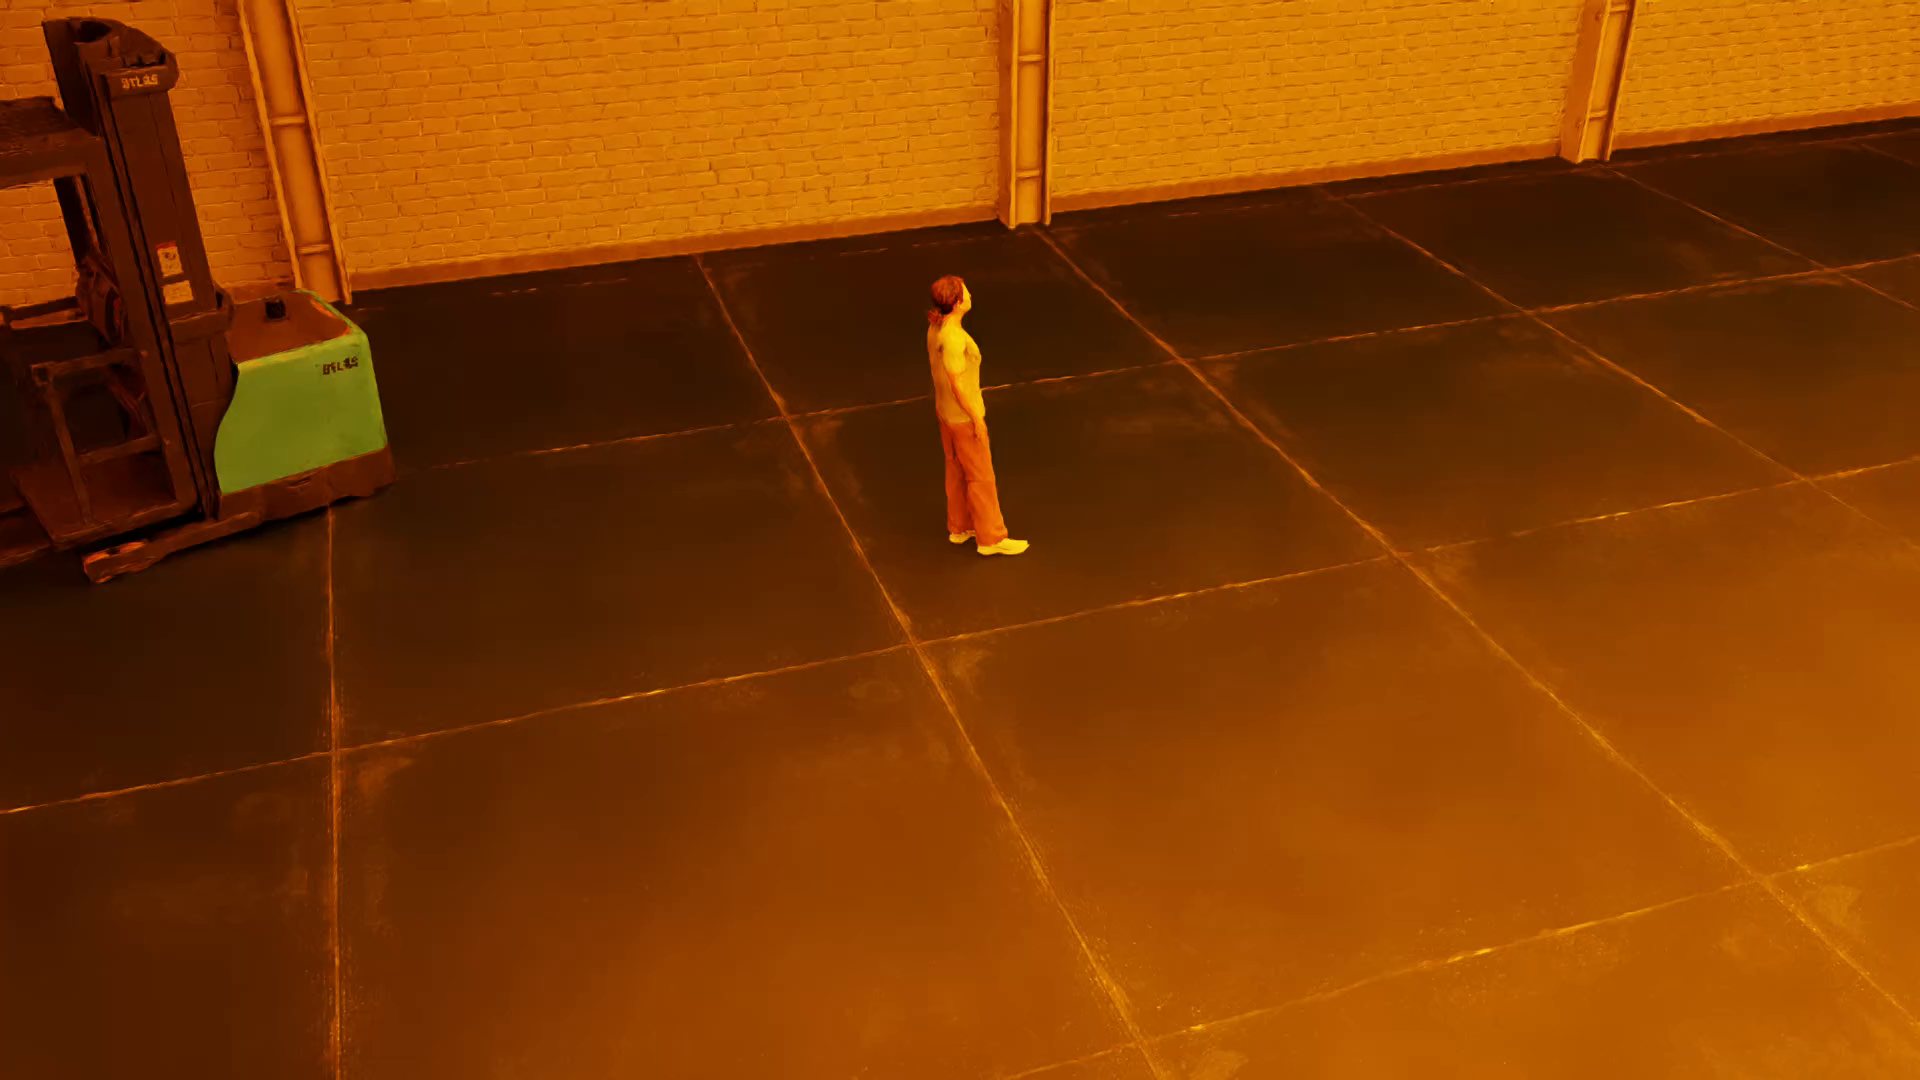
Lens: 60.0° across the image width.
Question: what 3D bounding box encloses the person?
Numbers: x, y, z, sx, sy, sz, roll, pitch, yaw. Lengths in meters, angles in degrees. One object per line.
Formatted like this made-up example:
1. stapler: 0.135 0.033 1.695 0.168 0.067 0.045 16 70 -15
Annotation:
1. person: 0.074 -0.735 9.618 0.548 1.665 0.554 -10 31 -16

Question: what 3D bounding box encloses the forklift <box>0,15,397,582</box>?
1. forklift: -5.050 -1.324 9.388 3.031 2.935 1.130 -22 36 -33
